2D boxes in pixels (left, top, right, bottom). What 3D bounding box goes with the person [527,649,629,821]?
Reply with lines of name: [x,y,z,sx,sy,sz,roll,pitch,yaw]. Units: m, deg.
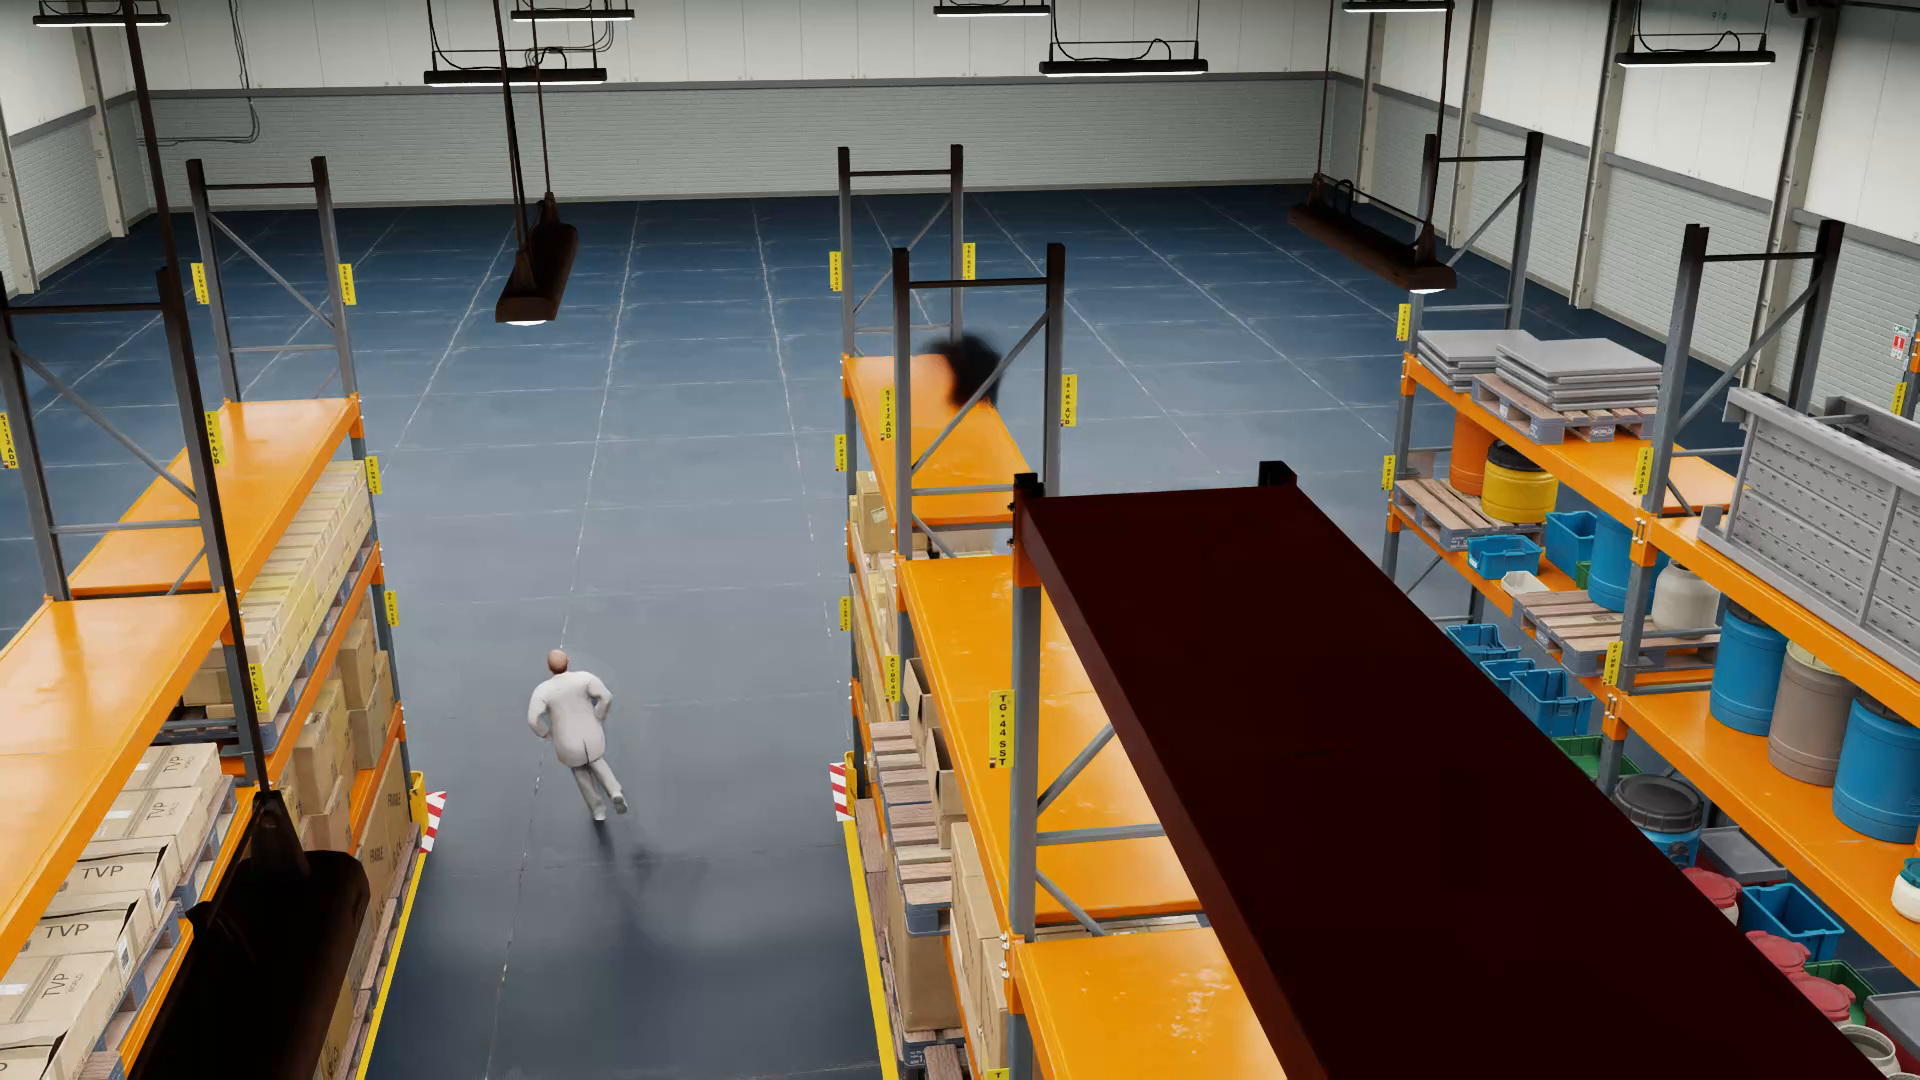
person: [-3.441,1.780,14.824,0.764,1.730,0.632,-13,25,-29]
